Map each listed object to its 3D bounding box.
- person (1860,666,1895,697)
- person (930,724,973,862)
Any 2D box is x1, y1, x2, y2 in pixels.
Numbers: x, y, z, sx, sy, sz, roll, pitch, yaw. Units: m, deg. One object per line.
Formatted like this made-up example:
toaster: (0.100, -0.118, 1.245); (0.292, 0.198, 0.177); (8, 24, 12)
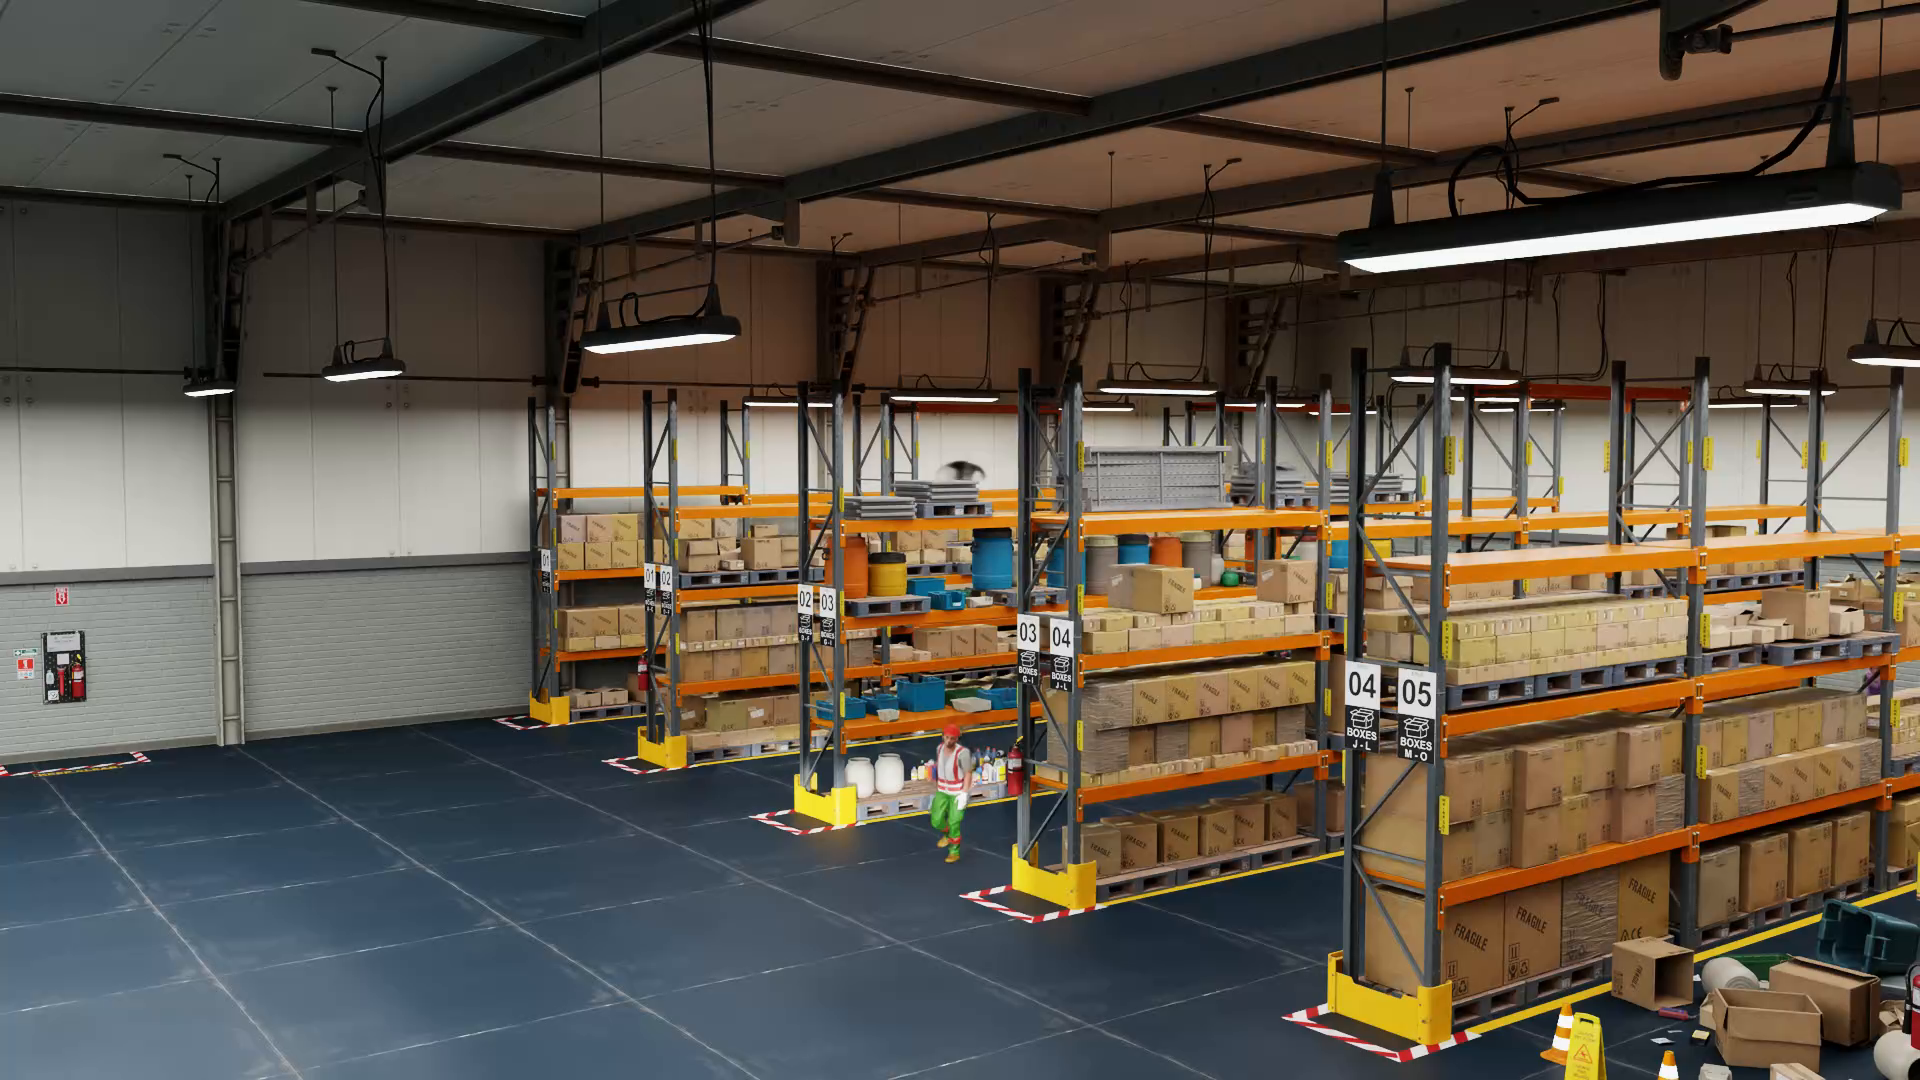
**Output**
person: (15.789, 2.773, 28.605); (0.534, 1.453, 0.969); (2, 4, 35)
person: (-0.094, 3.084, 20.394); (0.697, 1.733, 0.693); (2, 4, 31)
